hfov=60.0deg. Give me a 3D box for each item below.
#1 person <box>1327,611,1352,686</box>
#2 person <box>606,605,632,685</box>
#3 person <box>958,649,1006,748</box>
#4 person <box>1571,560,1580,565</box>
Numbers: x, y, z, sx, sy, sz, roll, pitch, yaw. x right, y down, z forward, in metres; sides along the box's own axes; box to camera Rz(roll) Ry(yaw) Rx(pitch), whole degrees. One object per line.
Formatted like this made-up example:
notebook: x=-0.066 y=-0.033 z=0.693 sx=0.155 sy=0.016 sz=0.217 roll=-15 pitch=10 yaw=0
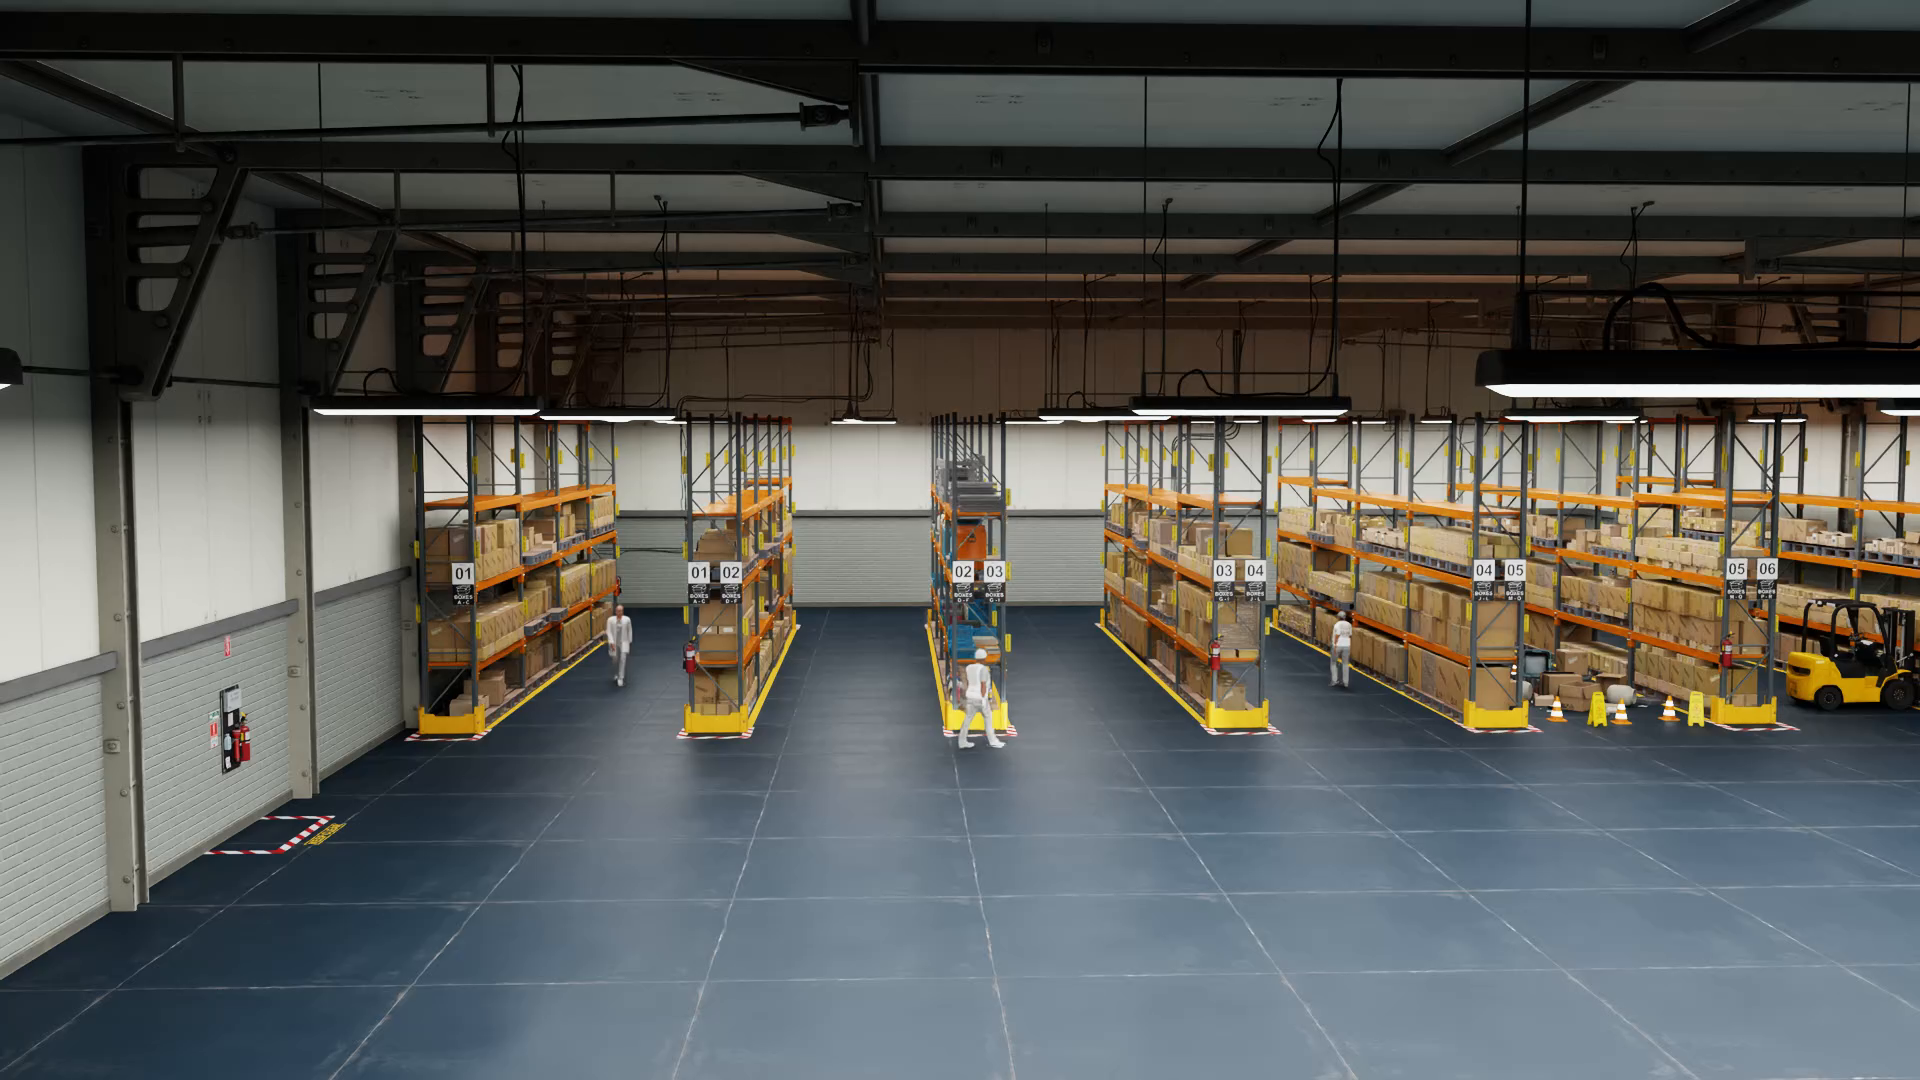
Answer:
person: x=8.431 y=2.431 z=36.715 sx=0.504 sy=1.705 sz=0.606 roll=0 pitch=4 yaw=-5
person: x=-7.605 y=2.418 z=37.103 sx=0.562 sy=1.536 sz=1.037 roll=-1 pitch=4 yaw=-11
person: x=0.364 y=2.818 z=29.645 sx=0.880 sy=1.752 sz=0.624 roll=-3 pitch=5 yaw=-35
person: x=18.594 y=1.451 z=50.126 sx=1.064 sy=1.710 sz=0.542 roll=0 pitch=4 yaw=3
